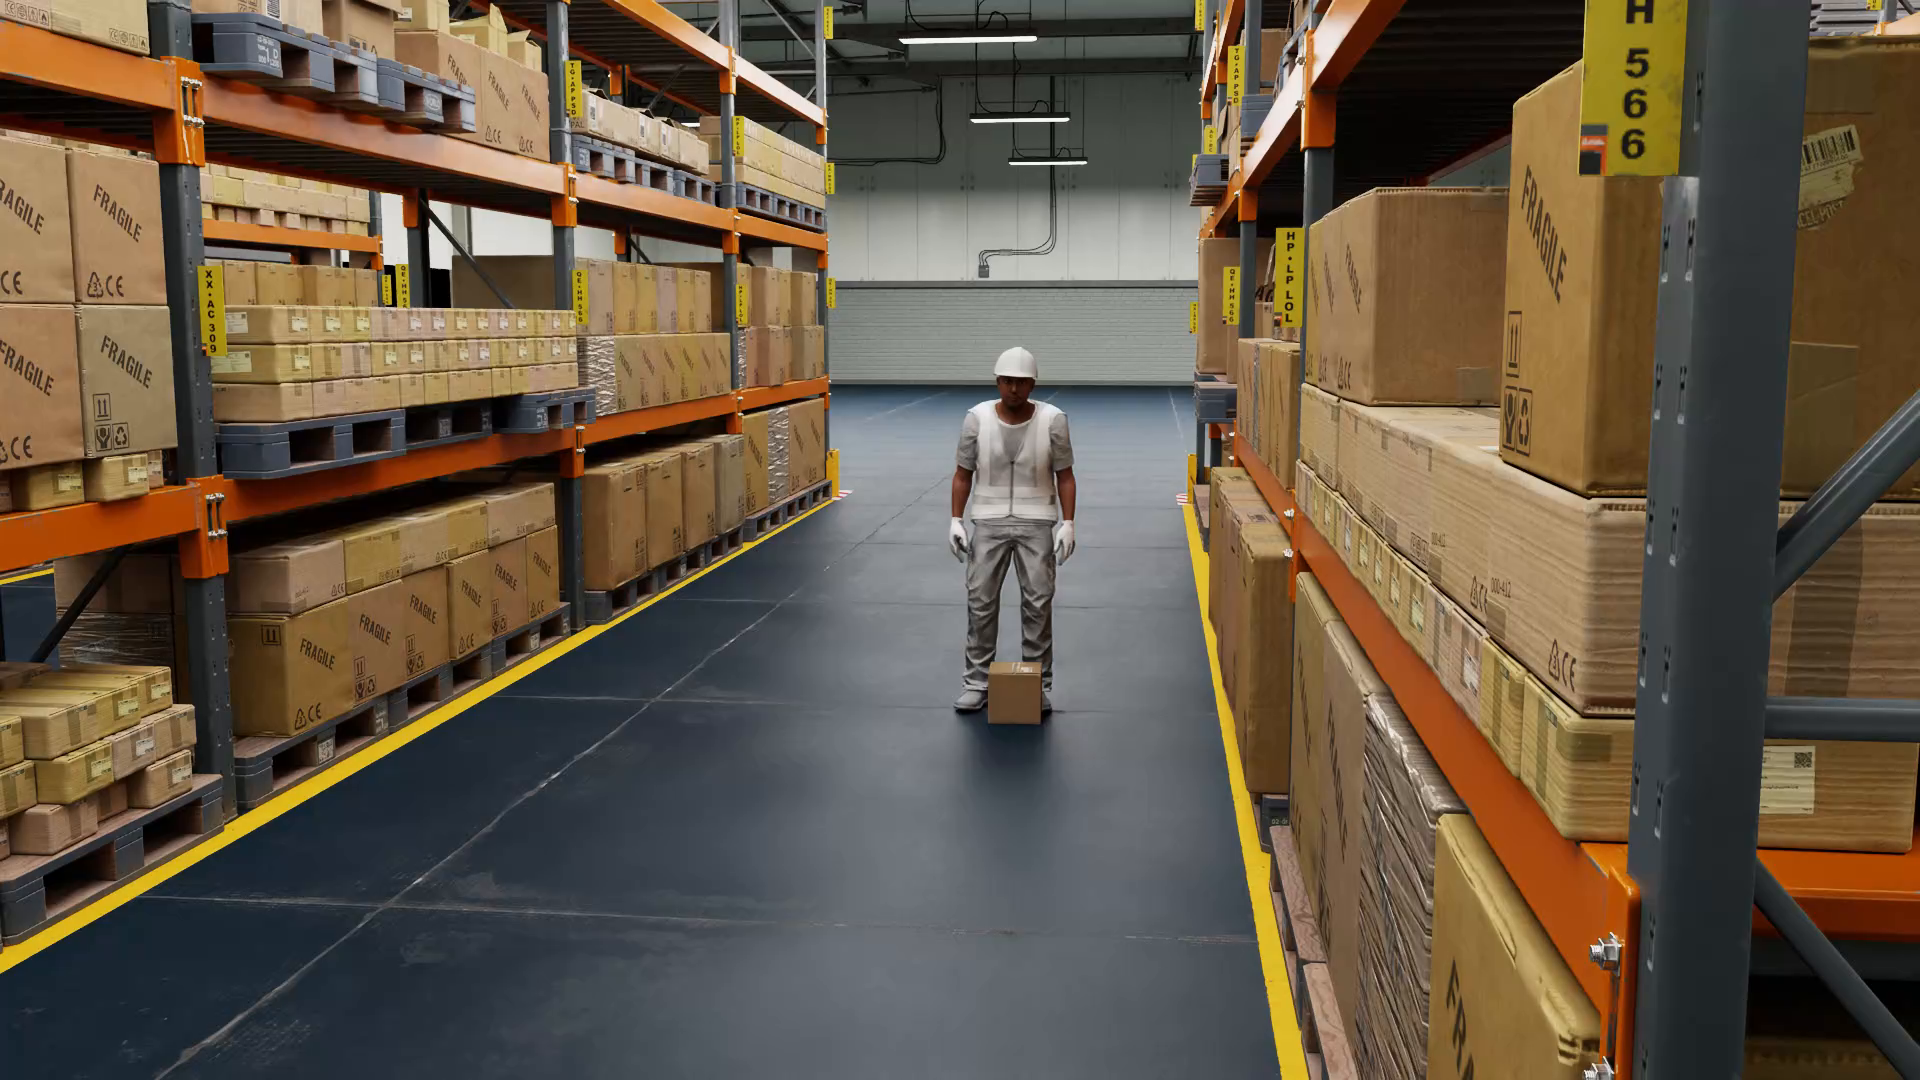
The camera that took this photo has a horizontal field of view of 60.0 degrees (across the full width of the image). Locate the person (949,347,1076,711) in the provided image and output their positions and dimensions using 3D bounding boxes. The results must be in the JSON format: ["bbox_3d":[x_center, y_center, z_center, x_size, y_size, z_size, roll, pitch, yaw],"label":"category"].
[{"bbox_3d":[0.255,-0.050,8.126,0.619,1.775,0.446,1,8,7],"label":"person"}]
